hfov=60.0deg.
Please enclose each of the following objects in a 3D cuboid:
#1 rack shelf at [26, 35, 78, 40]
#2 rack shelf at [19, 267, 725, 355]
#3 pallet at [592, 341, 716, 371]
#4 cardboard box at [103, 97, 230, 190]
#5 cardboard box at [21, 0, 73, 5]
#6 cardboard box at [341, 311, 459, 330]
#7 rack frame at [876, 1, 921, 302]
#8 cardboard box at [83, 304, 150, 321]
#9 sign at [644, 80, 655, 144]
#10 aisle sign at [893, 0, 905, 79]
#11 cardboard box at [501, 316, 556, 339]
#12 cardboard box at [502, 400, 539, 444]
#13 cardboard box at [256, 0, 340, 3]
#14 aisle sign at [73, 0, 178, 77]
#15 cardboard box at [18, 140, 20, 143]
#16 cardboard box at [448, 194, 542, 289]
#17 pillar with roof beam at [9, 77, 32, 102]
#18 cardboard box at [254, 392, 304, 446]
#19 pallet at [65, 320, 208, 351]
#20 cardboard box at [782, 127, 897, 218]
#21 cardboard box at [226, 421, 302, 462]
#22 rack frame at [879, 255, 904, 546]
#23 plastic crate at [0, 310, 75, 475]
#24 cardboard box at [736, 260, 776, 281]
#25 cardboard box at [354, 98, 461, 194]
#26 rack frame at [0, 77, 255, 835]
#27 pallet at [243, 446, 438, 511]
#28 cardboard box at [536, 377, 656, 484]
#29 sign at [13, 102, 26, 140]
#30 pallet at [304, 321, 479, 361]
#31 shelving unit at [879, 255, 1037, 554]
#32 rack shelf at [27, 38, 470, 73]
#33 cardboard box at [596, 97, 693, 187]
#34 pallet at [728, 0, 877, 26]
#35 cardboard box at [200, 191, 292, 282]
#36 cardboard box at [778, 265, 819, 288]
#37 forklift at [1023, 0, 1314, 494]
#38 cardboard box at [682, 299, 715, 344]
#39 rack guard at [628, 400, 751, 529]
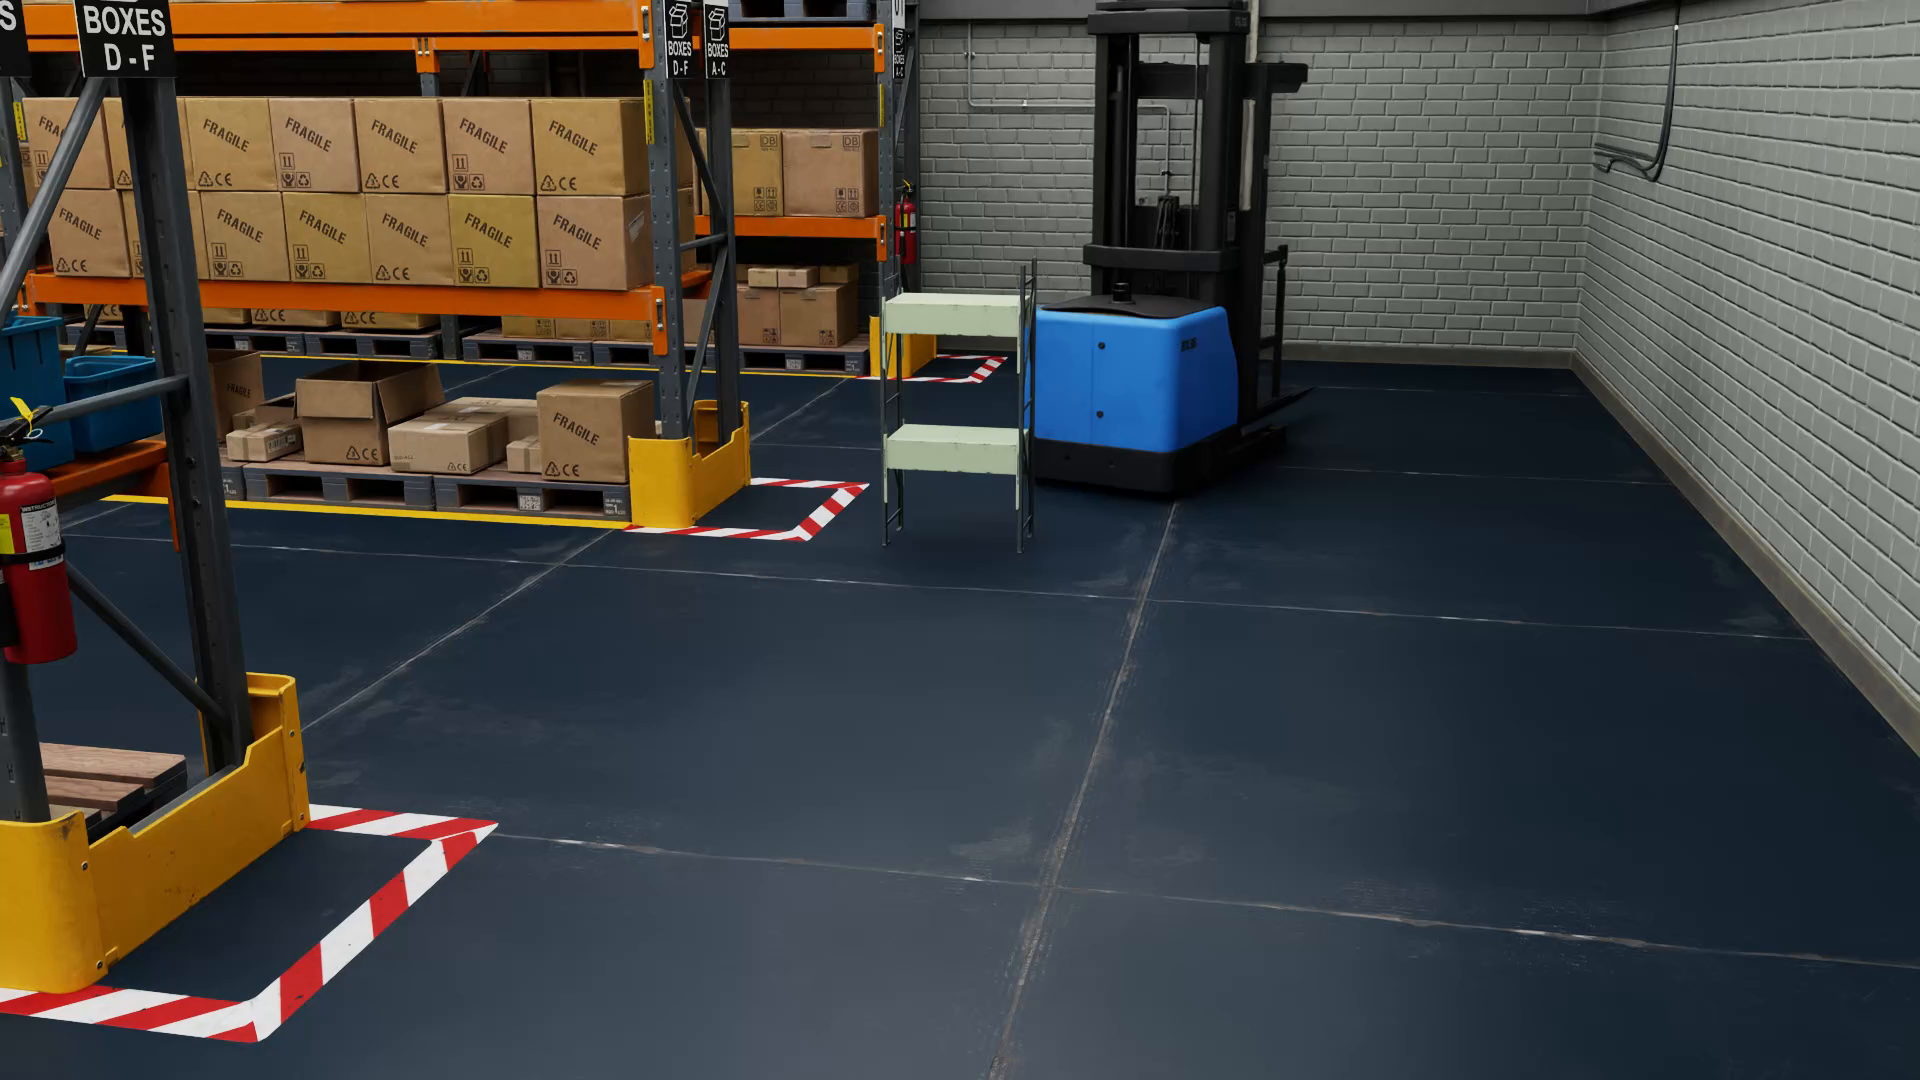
[{"bbox_3d":[-7.367,-3.080,10.219,4.000,0.370,1.077,3,16,11],"label":"rack shelf"},{"bbox_3d":[-3.447,-1.421,9.851,4.000,0.370,1.077,3,16,11],"label":"rack shelf"},{"bbox_3d":[-2.495,-1.701,14.738,1.213,0.211,1.003,3,16,11],"label":"pallet"},{"bbox_3d":[-4.496,-2.278,9.538,0.500,0.500,0.500,3,16,9],"label":"cardboard box"},{"bbox_3d":[-4.980,-3.157,9.432,0.500,0.250,0.500,3,16,11],"label":"cardboard box"},{"bbox_3d":[-5.087,-2.337,15.051,0.750,0.750,0.750,3,16,12],"label":"cardboard box"},{"bbox_3d":[-0.504,-2.958,14.050,0.127,3.000,1.000,3,16,11],"label":"rack frame"},{"bbox_3d":[-7.649,-2.476,15.552,0.750,0.750,0.750,3,16,10],"label":"cardboard box"},{"bbox_3d":[-1.618,-2.228,8.654,0.005,0.325,0.100,3,16,11],"label":"sign"},{"bbox_3d":[-0.493,-4.128,13.406,0.004,0.787,0.394,3,16,11],"label":"aisle sign"},{"bbox_3d":[-3.711,-2.102,14.855,0.500,0.500,0.700,3,16,12],"label":"cardboard box"},{"bbox_3d":[-2.454,-0.678,10.148,0.500,0.250,0.500,3,16,11],"label":"cardboard box"},{"bbox_3d":[-3.511,-3.077,9.142,0.500,0.250,0.500,3,16,11],"label":"cardboard box"},{"bbox_3d":[-2.349,-1.693,4.614,0.004,0.787,0.394,3,16,11],"label":"aisle sign"},{"bbox_3d":[-8.806,-3.666,15.595,0.500,0.500,0.700,1,16,5],"label":"cardboard box"},{"bbox_3d":[-2.490,-1.689,9.283,0.500,0.500,0.500,3,16,12],"label":"cardboard box"},{"bbox_3d":[-10.303,-5.444,11.787,0.400,9.000,9.100,3,16,11],"label":"pillar with roof beam"},{"bbox_3d":[-4.057,-0.795,10.454,0.500,0.311,0.500,3,16,11],"label":"cardboard box"},{"bbox_3d":[-7.586,-1.978,15.736,1.213,0.211,1.003,3,16,11],"label":"pallet"},{"bbox_3d":[-1.006,-3.127,14.099,0.700,0.700,0.980,4,16,14],"label":"cardboard box"},{"bbox_3d":[-4.189,-0.599,10.017,0.250,0.166,0.380,3,16,11],"label":"cardboard box"},{"bbox_3d":[-0.365,-0.743,8.863,0.023,1.500,0.400,3,16,11],"label":"rack frame"},{"bbox_3d":[-2.844,-0.381,4.569,0.499,0.435,0.616,3,16,11],"label":"plastic crate"},{"bbox_3d":[-1.789,-2.365,14.591,0.250,0.149,0.380,3,16,12],"label":"cardboard box"},{"bbox_3d":[-2.983,-2.196,9.242,0.500,0.500,0.500,4,16,13],"label":"cardboard box"},{"bbox_3d":[-2.478,-0.366,4.694,0.127,3.000,1.000,3,16,11],"label":"rack frame"},{"bbox_3d":[-3.535,-0.429,10.147,1.213,0.211,1.003,3,16,11],"label":"pallet"},{"bbox_3d":[-2.069,-0.633,9.518,0.500,0.500,0.500,3,16,11],"label":"cardboard box"},{"bbox_3d":[-8.442,-3.761,14.928,0.005,0.325,0.100,3,16,11],"label":"sign"},{"bbox_3d":[-5.195,-1.848,15.267,1.213,0.211,1.003,3,16,11],"label":"pallet"},{"bbox_3d":[-0.007,-0.723,8.793,0.755,1.500,0.431,3,16,11],"label":"shelving unit"},{"bbox_3d":[-6.384,-4.376,14.898,4.000,0.370,1.077,3,16,11],"label":"rack shelf"},{"bbox_3d":[-1.870,-2.284,9.559,0.500,0.500,0.500,4,16,13],"label":"cardboard box"},{"bbox_3d":[-1.233,-4.397,13.794,1.213,0.211,1.003,3,16,11],"label":"pallet"},{"bbox_3d":[-3.970,-1.770,9.577,0.500,0.500,0.500,3,16,11],"label":"cardboard box"},{"bbox_3d":[-1.372,-2.238,14.134,0.250,0.149,0.380,3,16,10],"label":"cardboard box"},{"bbox_3d":[1.543,-2.026,10.816,1.130,2.935,3.031,9,18,29],"label":"forklift"},{"bbox_3d":[-2.193,-2.020,14.560,0.500,0.500,0.700,3,16,9],"label":"cardboard box"},{"bbox_3d":[-1.562,-0.461,9.719,0.348,0.500,1.175,3,16,11],"label":"rack guard"}]
